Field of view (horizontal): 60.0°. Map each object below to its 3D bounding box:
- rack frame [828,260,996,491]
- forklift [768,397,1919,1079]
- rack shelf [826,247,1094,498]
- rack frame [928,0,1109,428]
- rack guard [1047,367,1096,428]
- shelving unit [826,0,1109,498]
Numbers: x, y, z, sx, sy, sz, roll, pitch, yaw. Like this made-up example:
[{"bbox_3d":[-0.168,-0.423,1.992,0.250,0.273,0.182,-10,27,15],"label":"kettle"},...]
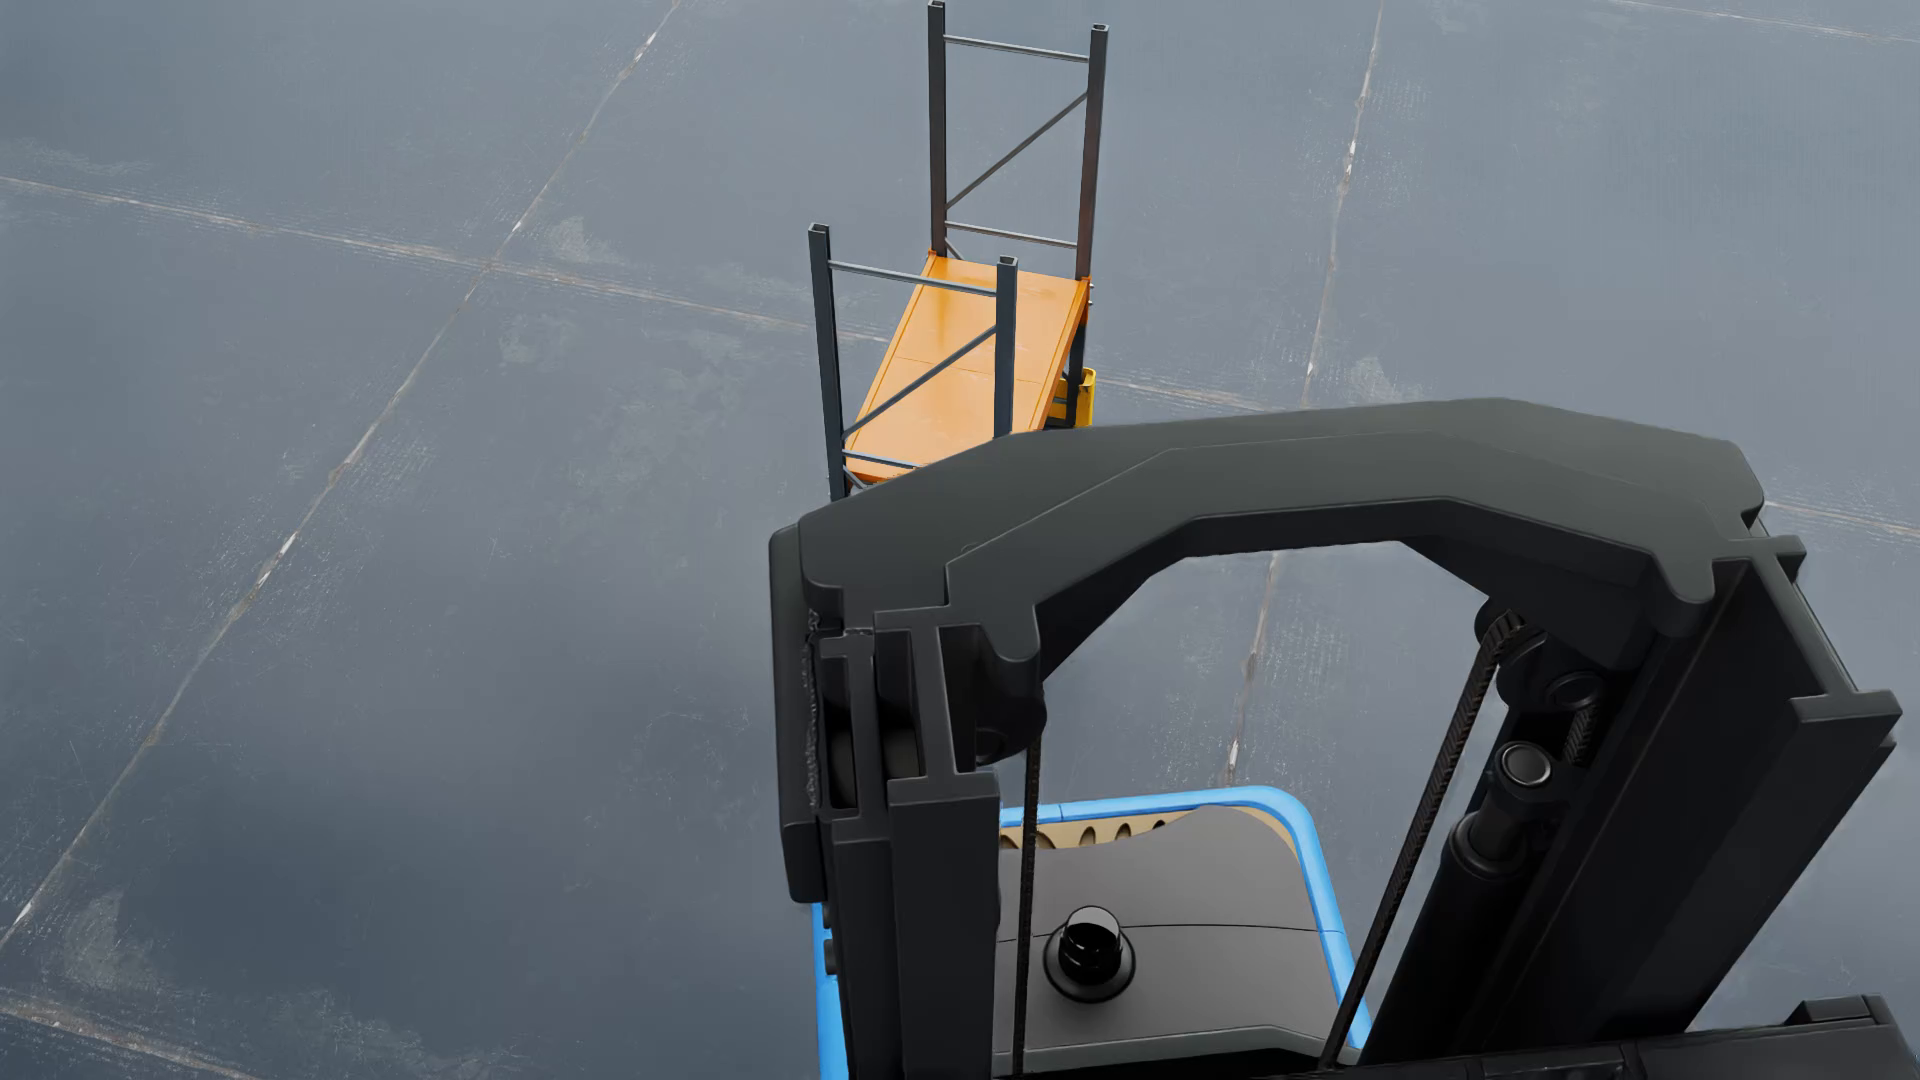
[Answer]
[{"bbox_3d":[-0.113,-0.191,4.418,0.475,1.308,0.013,12,50,10],"label":"rack frame"},{"bbox_3d":[0.359,1.374,2.082,1.130,2.935,3.031,-5,49,-4],"label":"forklift"},{"bbox_3d":[0.022,-0.439,4.877,0.538,0.185,1.000,12,50,10],"label":"rack shelf"},{"bbox_3d":[0.156,-0.926,5.067,0.500,1.500,0.032,12,50,10],"label":"rack frame"},{"bbox_3d":[0.151,-0.498,5.523,0.587,0.250,0.087,12,50,10],"label":"rack guard"},{"bbox_3d":[0.020,-0.551,4.736,0.587,1.500,1.083,12,50,10],"label":"shelving unit"}]
